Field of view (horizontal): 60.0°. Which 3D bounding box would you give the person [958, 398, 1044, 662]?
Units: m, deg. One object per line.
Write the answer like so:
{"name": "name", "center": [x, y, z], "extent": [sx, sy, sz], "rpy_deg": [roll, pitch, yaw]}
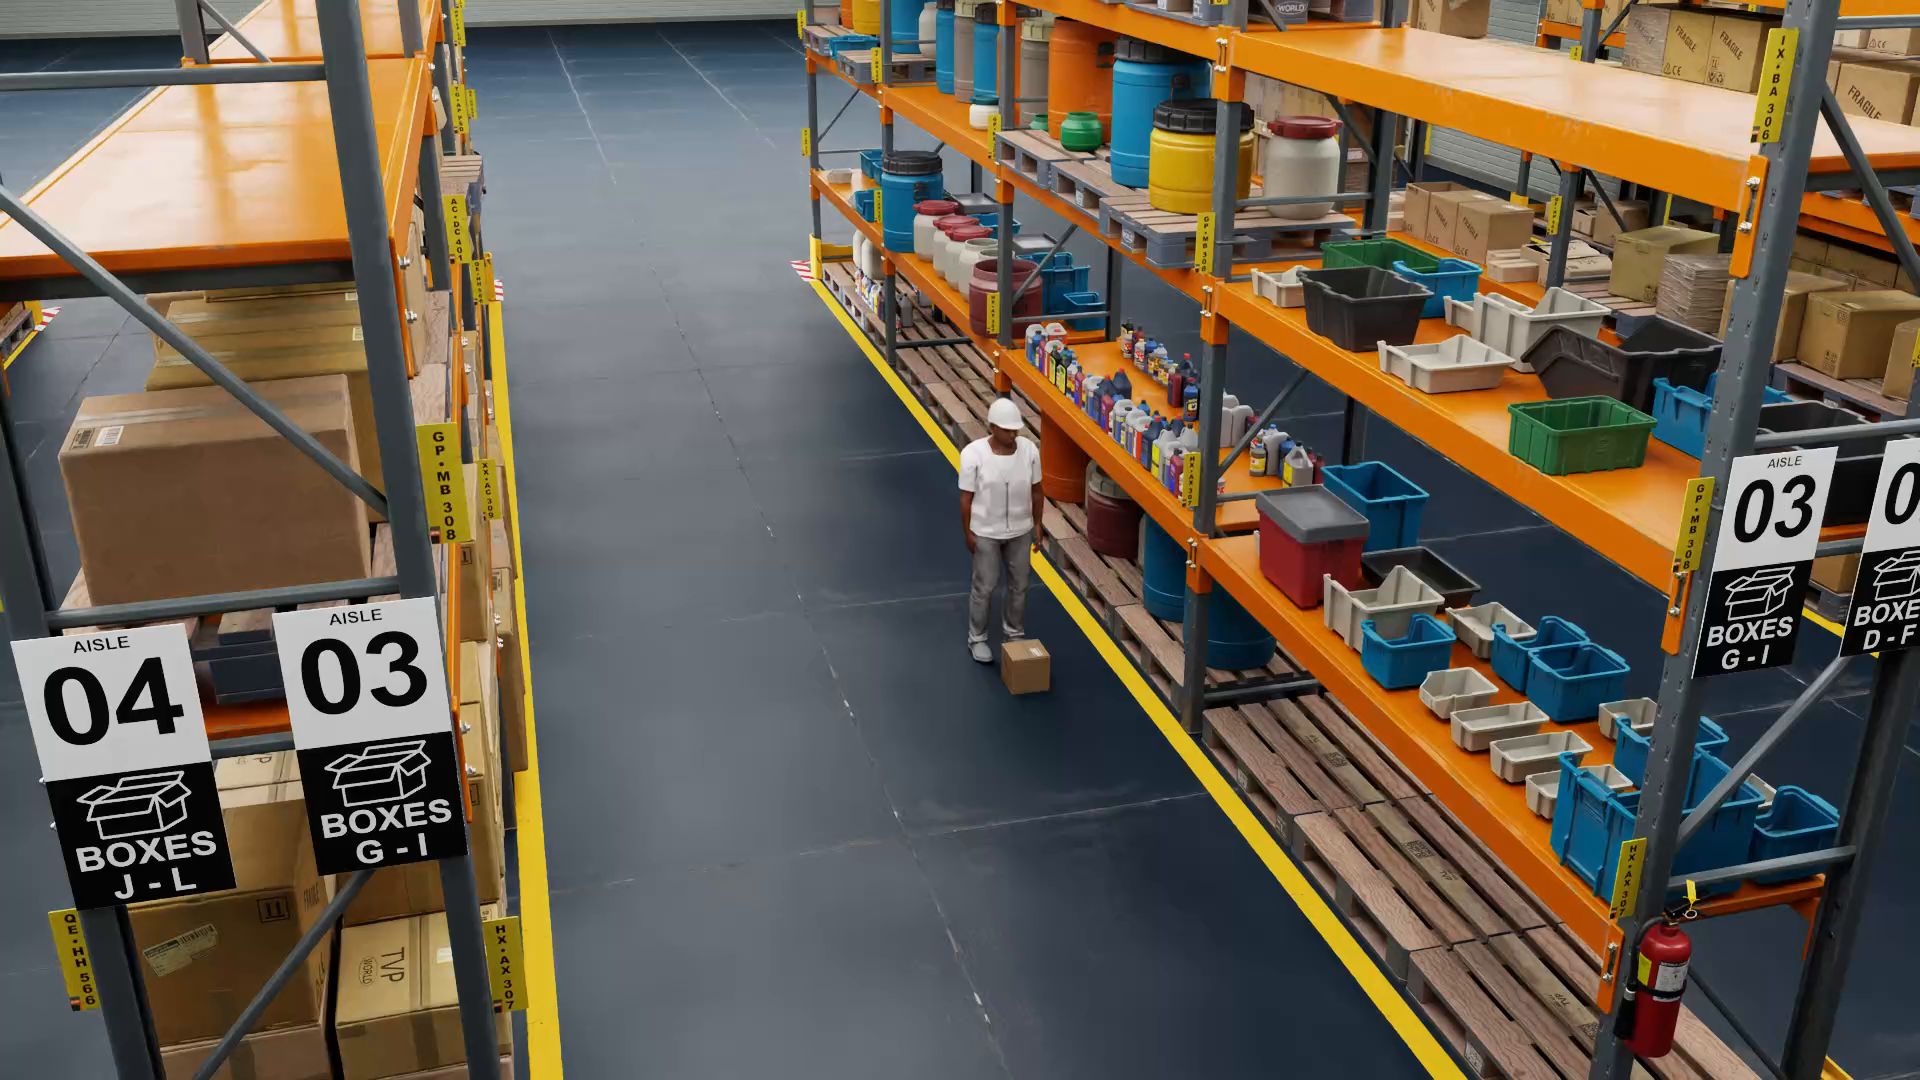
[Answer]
{"name": "person", "center": [0.278, -0.071, 10.803], "extent": [0.565, 1.763, 0.360], "rpy_deg": [-7, 24, -16]}
